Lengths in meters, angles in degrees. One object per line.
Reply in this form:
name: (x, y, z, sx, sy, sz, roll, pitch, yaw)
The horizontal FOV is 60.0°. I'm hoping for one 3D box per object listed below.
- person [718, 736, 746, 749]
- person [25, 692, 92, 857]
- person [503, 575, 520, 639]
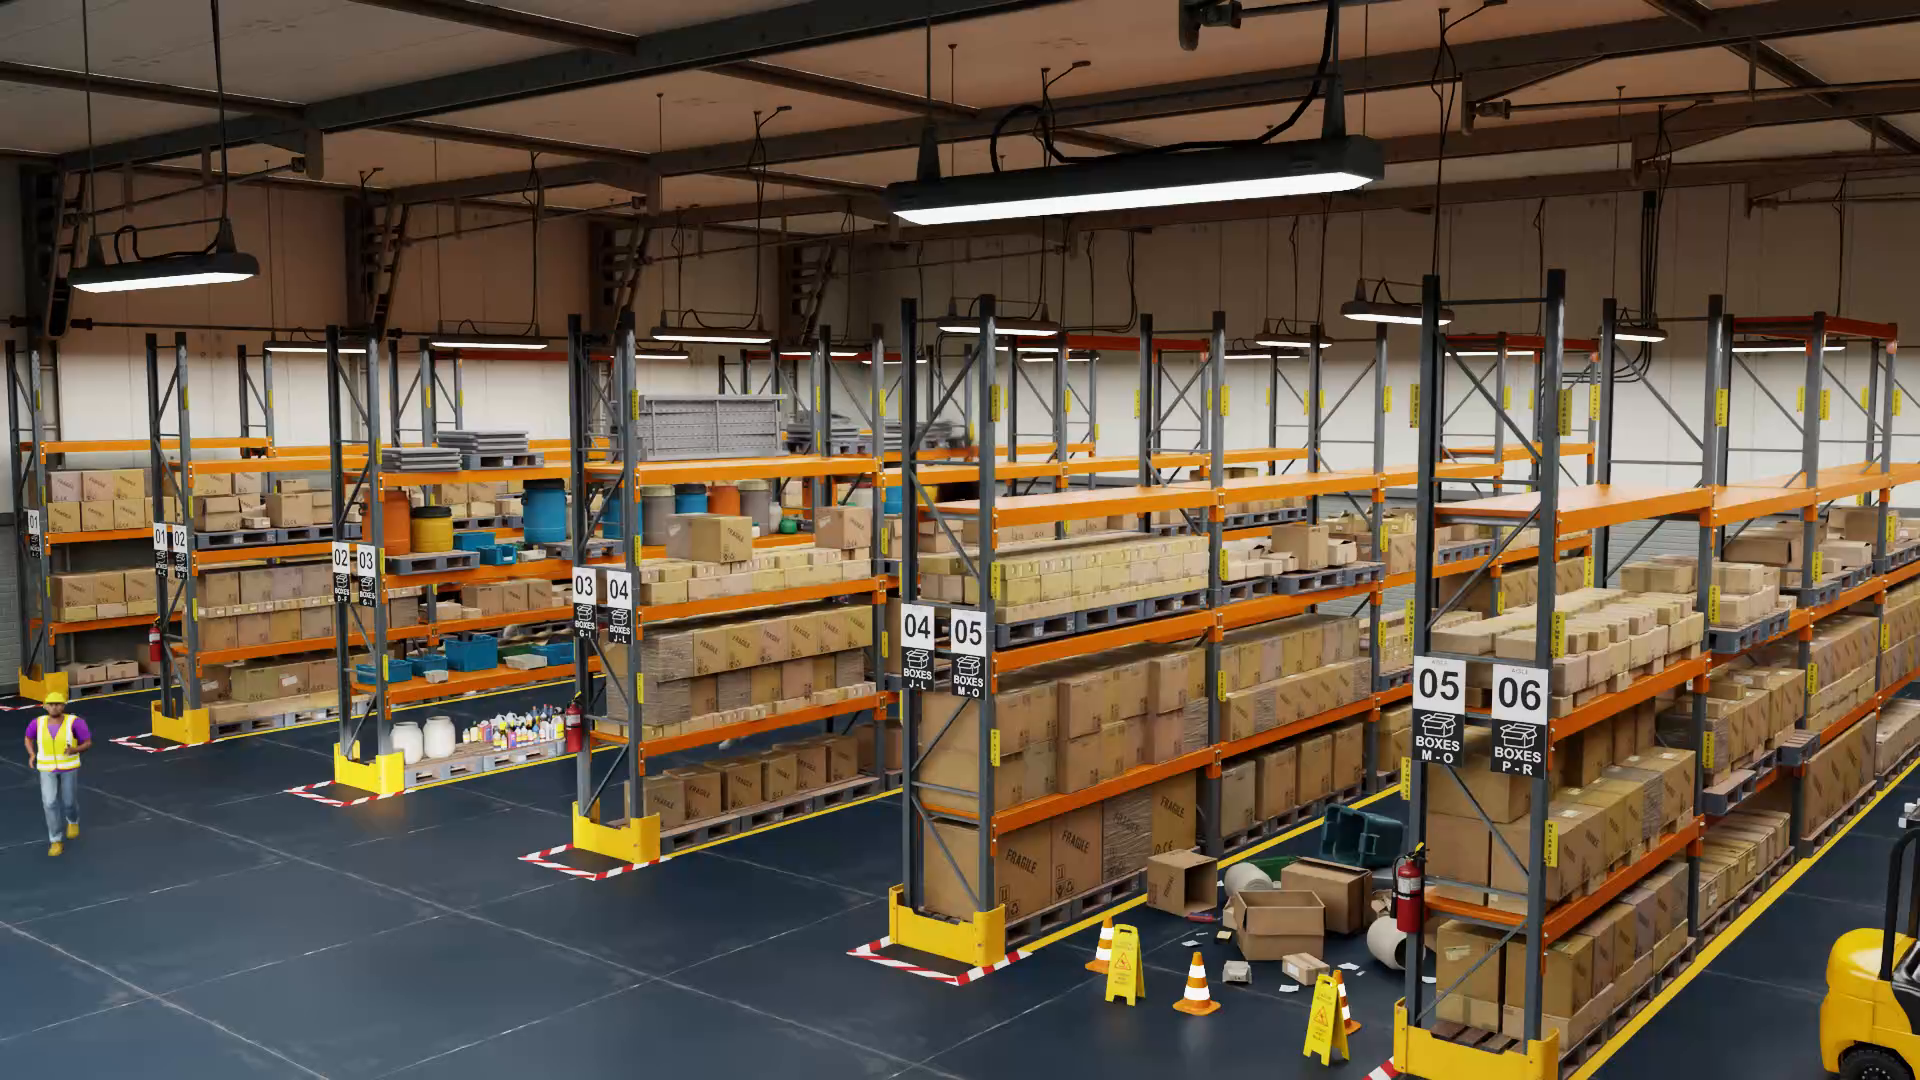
person: (-3.119, 1.945, 22.904, 0.681, 1.787, 0.880, 2, 6, 24)
person: (-10.152, 2.589, 18.734, 0.694, 1.774, 0.852, -2, 6, -22)
person: (-8.353, 1.468, 31.121, 0.648, 1.845, 0.799, 4, 7, 40)
